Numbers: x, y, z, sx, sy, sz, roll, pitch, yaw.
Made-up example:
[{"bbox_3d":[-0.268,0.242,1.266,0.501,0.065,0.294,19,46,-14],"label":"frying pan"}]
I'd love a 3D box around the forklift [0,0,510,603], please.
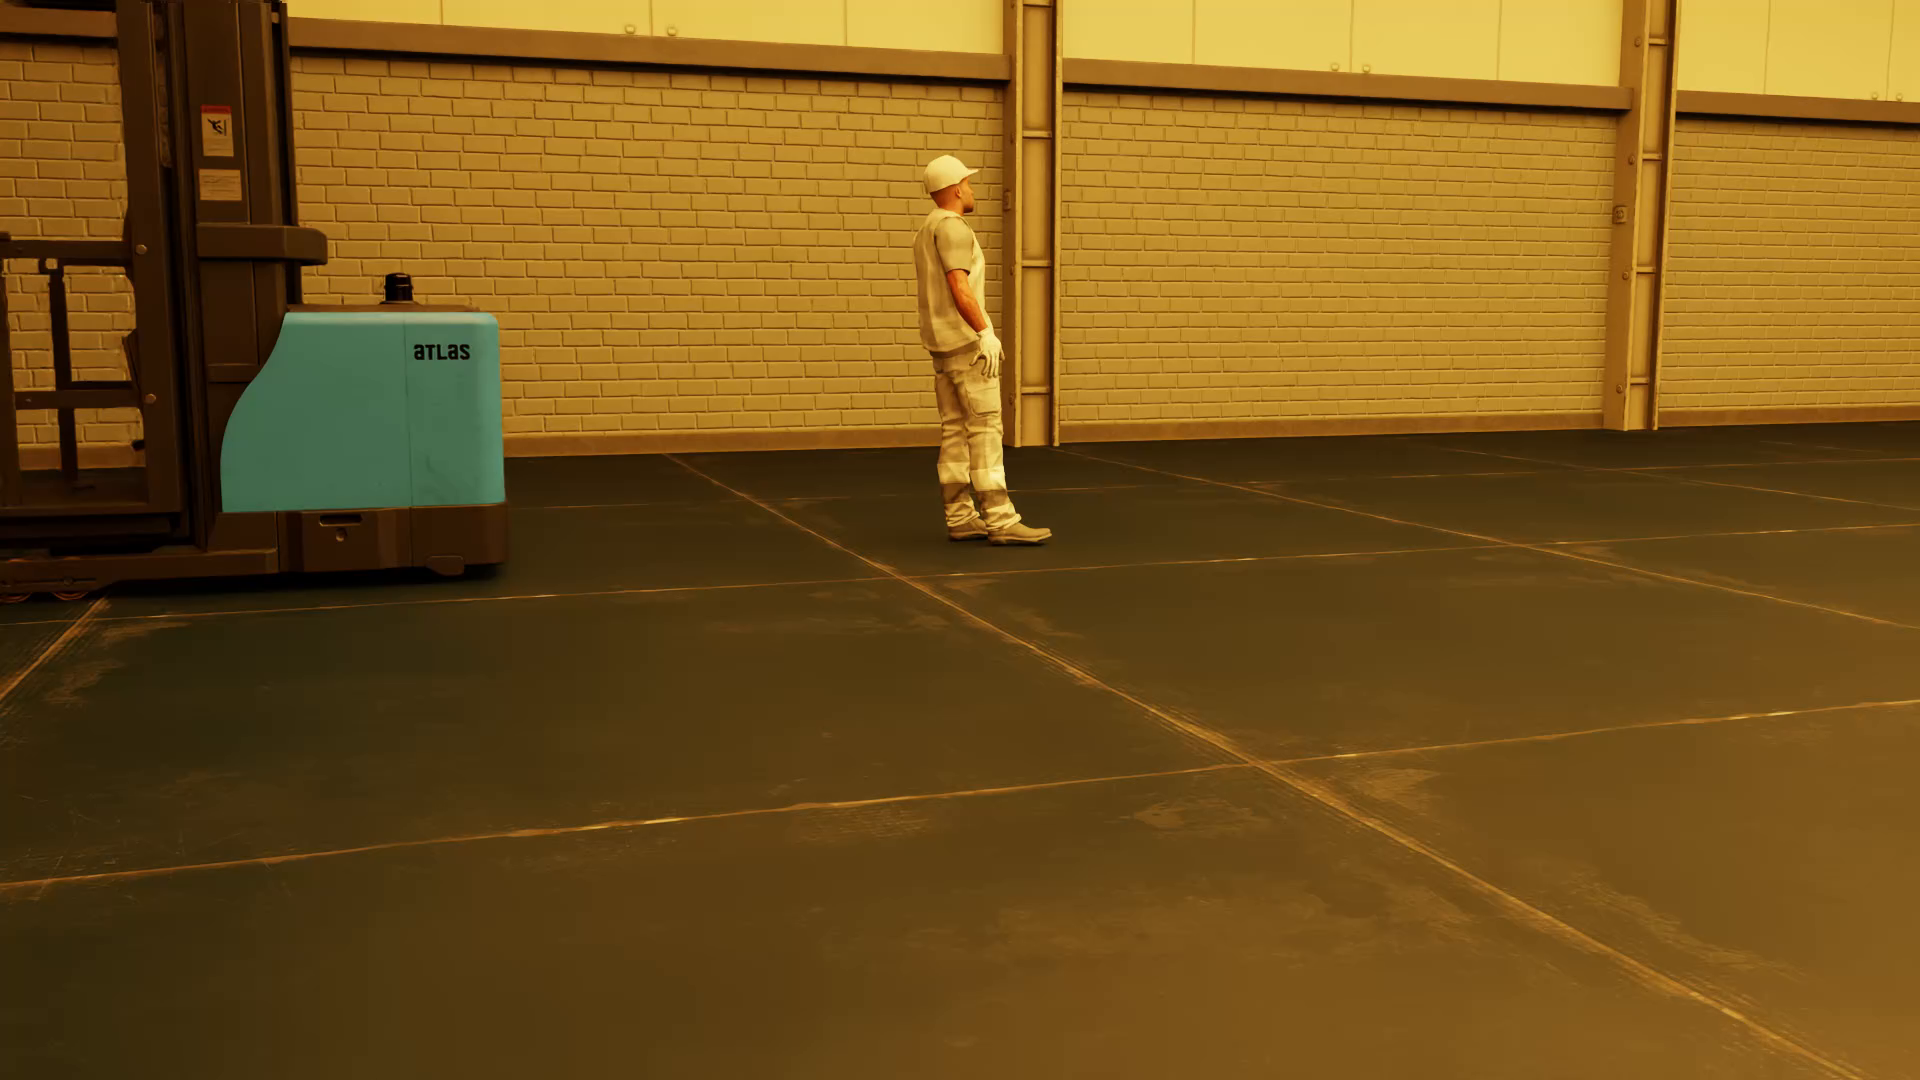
[{"bbox_3d":[-3.412,-1.297,6.581,3.031,2.935,1.130,-2,8,-17],"label":"forklift"}]

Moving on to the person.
[{"bbox_3d":[0.080,-0.896,7.816,0.564,1.787,0.637,-3,8,-18],"label":"person"}]
